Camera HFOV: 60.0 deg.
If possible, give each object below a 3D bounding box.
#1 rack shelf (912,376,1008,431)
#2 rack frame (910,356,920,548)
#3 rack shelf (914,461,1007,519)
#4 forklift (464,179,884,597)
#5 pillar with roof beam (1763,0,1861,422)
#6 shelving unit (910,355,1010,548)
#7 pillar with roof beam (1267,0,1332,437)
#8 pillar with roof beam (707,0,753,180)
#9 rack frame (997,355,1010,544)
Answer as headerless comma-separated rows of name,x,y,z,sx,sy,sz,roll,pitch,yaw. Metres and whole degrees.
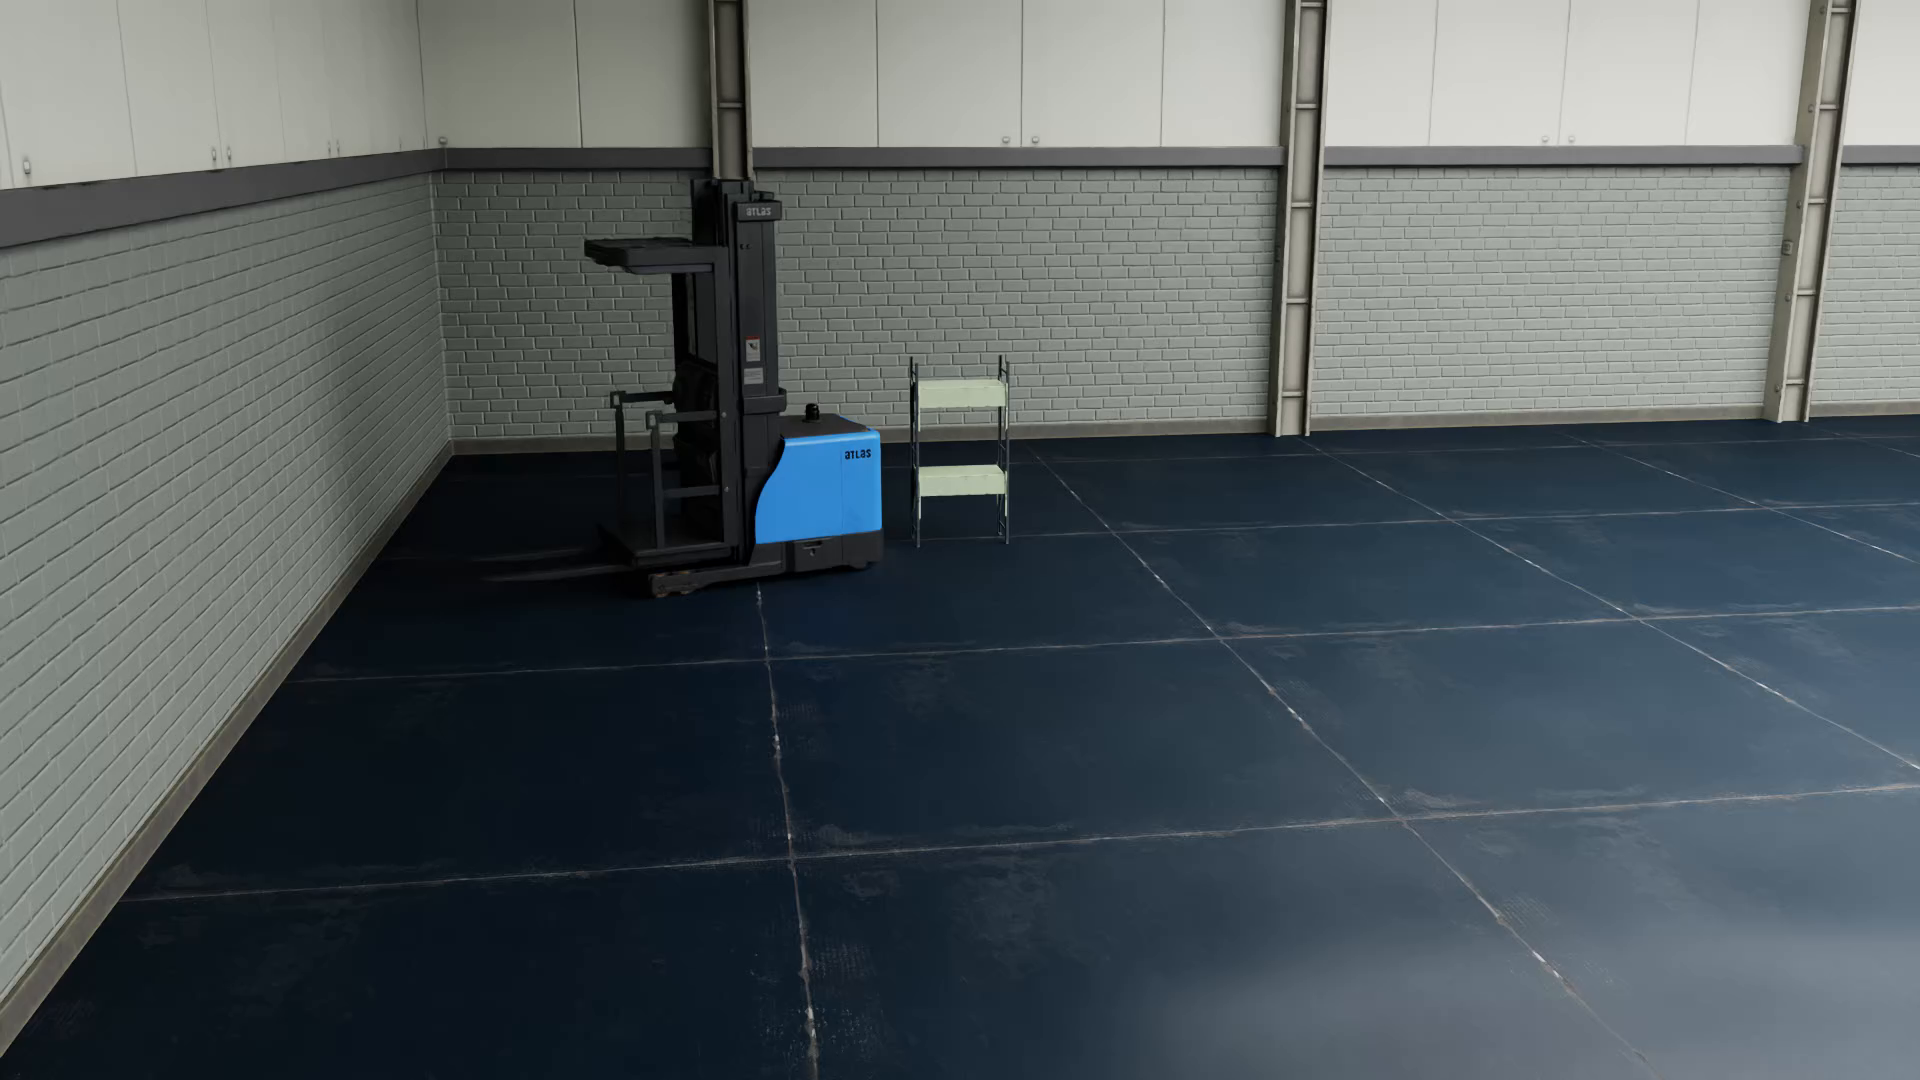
rack shelf,-0.007,-1.106,13.443,0.720,0.370,0.431,-2,14,-8
rack frame,-0.369,-0.714,13.486,0.023,1.500,0.400,-2,14,-8
rack shelf,-0.007,-0.411,13.618,0.720,0.370,0.431,-2,14,-8
forklift,-2.145,-1.152,12.290,3.031,2.935,1.130,-7,16,-25
pillar with roof beam,10.206,-4.724,14.060,0.400,9.000,9.100,-2,14,-8
shelving unit,-0.007,-0.727,13.538,0.755,1.500,0.431,-2,14,-8
pillar with roof beam,4.273,-4.507,13.193,0.400,9.000,9.100,-2,14,-8
pillar with roof beam,-1.661,-4.289,12.326,0.400,9.000,9.100,-2,14,-8
rack frame,0.355,-0.740,13.591,0.023,1.500,0.400,-2,14,-8
